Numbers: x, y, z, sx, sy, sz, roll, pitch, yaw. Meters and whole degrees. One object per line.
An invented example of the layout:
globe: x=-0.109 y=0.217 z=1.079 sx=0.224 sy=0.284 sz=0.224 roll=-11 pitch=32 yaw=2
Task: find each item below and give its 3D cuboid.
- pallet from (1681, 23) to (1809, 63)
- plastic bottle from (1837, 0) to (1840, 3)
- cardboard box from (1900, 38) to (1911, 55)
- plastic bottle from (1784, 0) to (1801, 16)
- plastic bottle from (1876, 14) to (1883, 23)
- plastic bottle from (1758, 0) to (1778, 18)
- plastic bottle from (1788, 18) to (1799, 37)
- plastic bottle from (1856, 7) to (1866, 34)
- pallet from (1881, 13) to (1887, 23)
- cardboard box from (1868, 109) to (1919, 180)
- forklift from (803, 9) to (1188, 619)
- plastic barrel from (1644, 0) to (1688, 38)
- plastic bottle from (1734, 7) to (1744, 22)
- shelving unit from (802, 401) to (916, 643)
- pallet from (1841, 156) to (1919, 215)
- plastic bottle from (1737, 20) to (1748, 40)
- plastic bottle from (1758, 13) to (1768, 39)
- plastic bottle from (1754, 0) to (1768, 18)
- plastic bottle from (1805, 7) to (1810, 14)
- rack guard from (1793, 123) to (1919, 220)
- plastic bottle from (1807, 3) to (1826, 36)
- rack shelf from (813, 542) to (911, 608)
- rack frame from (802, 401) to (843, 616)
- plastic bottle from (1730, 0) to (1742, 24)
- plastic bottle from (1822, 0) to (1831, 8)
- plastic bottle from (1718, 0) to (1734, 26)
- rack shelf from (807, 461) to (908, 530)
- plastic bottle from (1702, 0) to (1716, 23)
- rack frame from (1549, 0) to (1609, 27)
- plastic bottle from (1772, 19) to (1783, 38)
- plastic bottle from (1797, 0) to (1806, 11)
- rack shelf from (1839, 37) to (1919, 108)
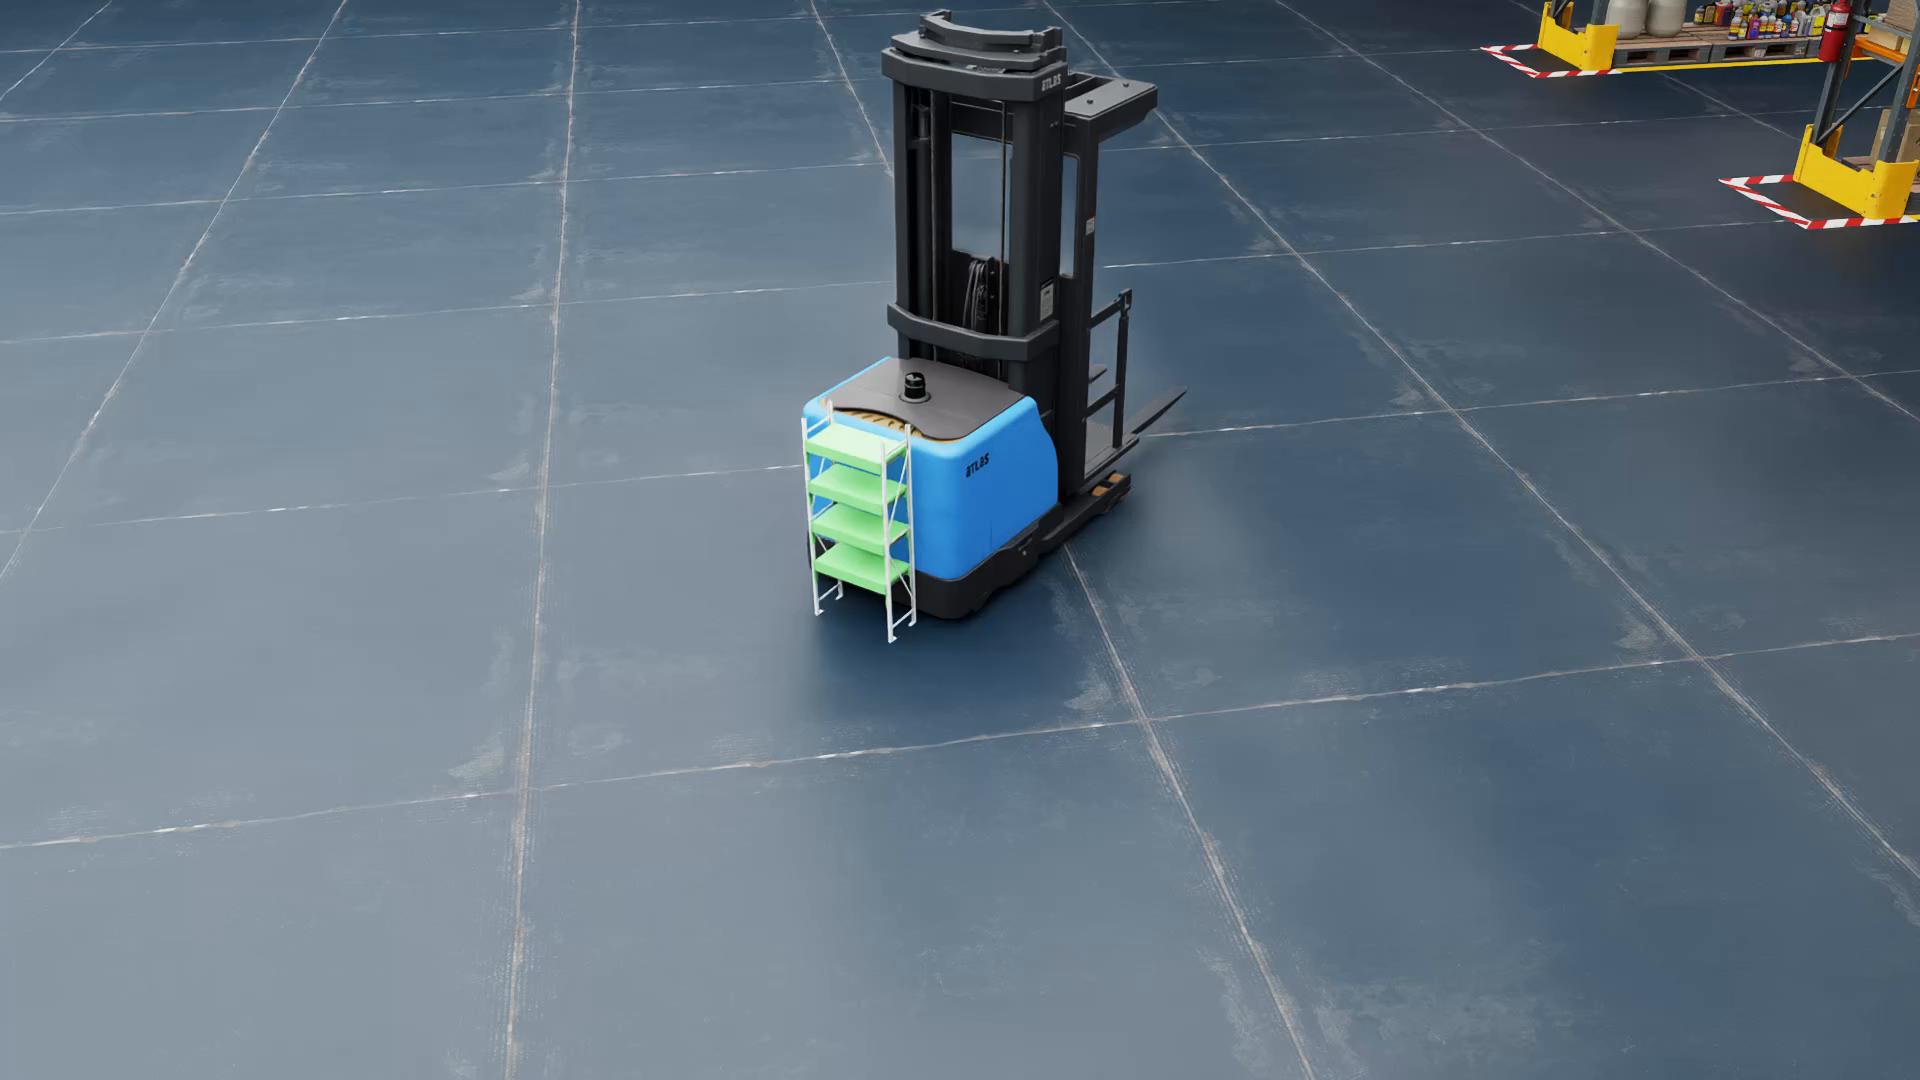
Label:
pallet: x=9.095 y=-5.859 z=19.506 sx=1.213 sy=0.211 sz=1.003 roll=-5 pitch=31 yaw=-9
plastic bottle: x=10.574 y=-6.417 z=19.962 sx=0.097 sy=0.271 sz=0.097 roll=0 pitch=30 yaw=0
cardboard box: x=8.247 y=-4.179 z=14.145 sx=0.250 sy=0.149 sz=0.380 roll=-5 pitch=31 yaw=-9
plastic bottle: x=9.912 y=-6.378 z=19.817 sx=0.185 sy=0.351 sz=0.144 roll=-7 pitch=31 yaw=-11
plastic bottle: x=10.665 y=-6.009 z=19.337 sx=0.097 sy=0.201 sz=0.097 roll=0 pitch=30 yaw=0
plastic bottle: x=9.545 y=-6.236 z=19.648 sx=0.135 sy=0.276 sz=0.152 roll=-5 pitch=31 yaw=-9
plastic bottle: x=9.606 y=-5.911 z=19.170 sx=0.097 sy=0.201 sz=0.097 roll=0 pitch=30 yaw=0
plastic bottle: x=10.384 y=-6.060 z=19.276 sx=0.185 sy=0.351 sz=0.144 roll=-6 pitch=31 yaw=-10
pallet: x=11.731 y=-6.103 z=19.922 sx=1.213 sy=0.211 sz=1.003 roll=-5 pitch=31 yaw=-9
cardboard box: x=8.541 y=-3.532 z=14.849 sx=0.500 sy=0.500 sz=0.500 roll=0 pitch=30 yaw=0
forklift: x=0.387 y=-1.543 z=9.483 sx=1.130 sy=2.935 sz=3.031 roll=19 pitch=35 yaw=29
plastic barrel: x=8.158 y=-6.102 z=19.208 sx=0.421 sy=0.512 sz=0.421 roll=0 pitch=30 yaw=0
plastic bottle: x=9.189 y=-6.180 z=19.628 sx=0.097 sy=0.201 sz=0.097 roll=0 pitch=30 yaw=0
shelving unit: x=-0.520 y=-0.086 z=8.707 sx=0.503 sy=1.200 sz=0.258 roll=18 pitch=36 yaw=28
pallet: x=8.804 y=-3.241 z=15.054 sx=1.213 sy=0.211 sz=1.003 roll=-5 pitch=31 yaw=-9
plastic bottle: x=8.973 y=-5.852 z=19.070 sx=0.097 sy=0.201 sz=0.097 roll=0 pitch=30 yaw=0
plastic bottle: x=9.208 y=-5.904 z=19.090 sx=0.097 sy=0.271 sz=0.097 roll=0 pitch=30 yaw=0
plastic bottle: x=9.493 y=-6.339 z=19.751 sx=0.185 sy=0.351 sz=0.144 roll=-6 pitch=31 yaw=-9
plastic bottle: x=9.834 y=-6.032 z=19.296 sx=0.133 sy=0.283 sz=0.061 roll=-5 pitch=31 yaw=-9
rack guard: x=7.998 y=-3.309 z=14.885 sx=0.348 sy=0.500 sz=1.175 roll=-5 pitch=31 yaw=-9
plastic bottle: x=9.878 y=-6.013 z=19.196 sx=0.185 sy=0.351 sz=0.144 roll=-5 pitch=31 yaw=-9
rack shelf: x=-0.516 y=0.173 z=8.866 sx=0.480 sy=0.148 sz=0.258 roll=18 pitch=36 yaw=28
rack frame: x=-0.725 y=-0.153 z=8.821 sx=0.015 sy=1.200 sz=0.240 roll=18 pitch=36 yaw=28
plastic bottle: x=9.148 y=-6.273 z=19.712 sx=0.135 sy=0.276 sz=0.152 roll=-6 pitch=31 yaw=-10
plastic bottle: x=10.280 y=-6.326 z=19.796 sx=0.133 sy=0.283 sz=0.061 roll=-5 pitch=31 yaw=-9
plastic bottle: x=9.032 y=-6.211 z=19.599 sx=0.133 sy=0.283 sz=0.061 roll=-5 pitch=31 yaw=-9
rack shelf: x=-0.522 y=-0.236 z=8.614 sx=0.480 sy=0.148 sz=0.258 roll=18 pitch=36 yaw=28
plastic bottle: x=8.871 y=-6.274 z=19.707 sx=0.133 sy=0.283 sz=0.061 roll=-5 pitch=31 yaw=-8
rack frame: x=7.031 y=-6.849 z=18.439 sx=0.127 sy=3.000 sz=1.000 roll=-5 pitch=31 yaw=-9
plastic bottle: x=9.404 y=-5.892 z=19.138 sx=0.097 sy=0.201 sz=0.097 roll=0 pitch=30 yaw=0
plastic bottle: x=9.976 y=-6.288 z=19.742 sx=0.097 sy=0.271 sz=0.097 roll=0 pitch=30 yaw=0
rack shelf: x=9.891 y=-4.252 z=14.732 sx=4.000 sy=0.370 sz=1.077 roll=-5 pitch=31 yaw=-9
